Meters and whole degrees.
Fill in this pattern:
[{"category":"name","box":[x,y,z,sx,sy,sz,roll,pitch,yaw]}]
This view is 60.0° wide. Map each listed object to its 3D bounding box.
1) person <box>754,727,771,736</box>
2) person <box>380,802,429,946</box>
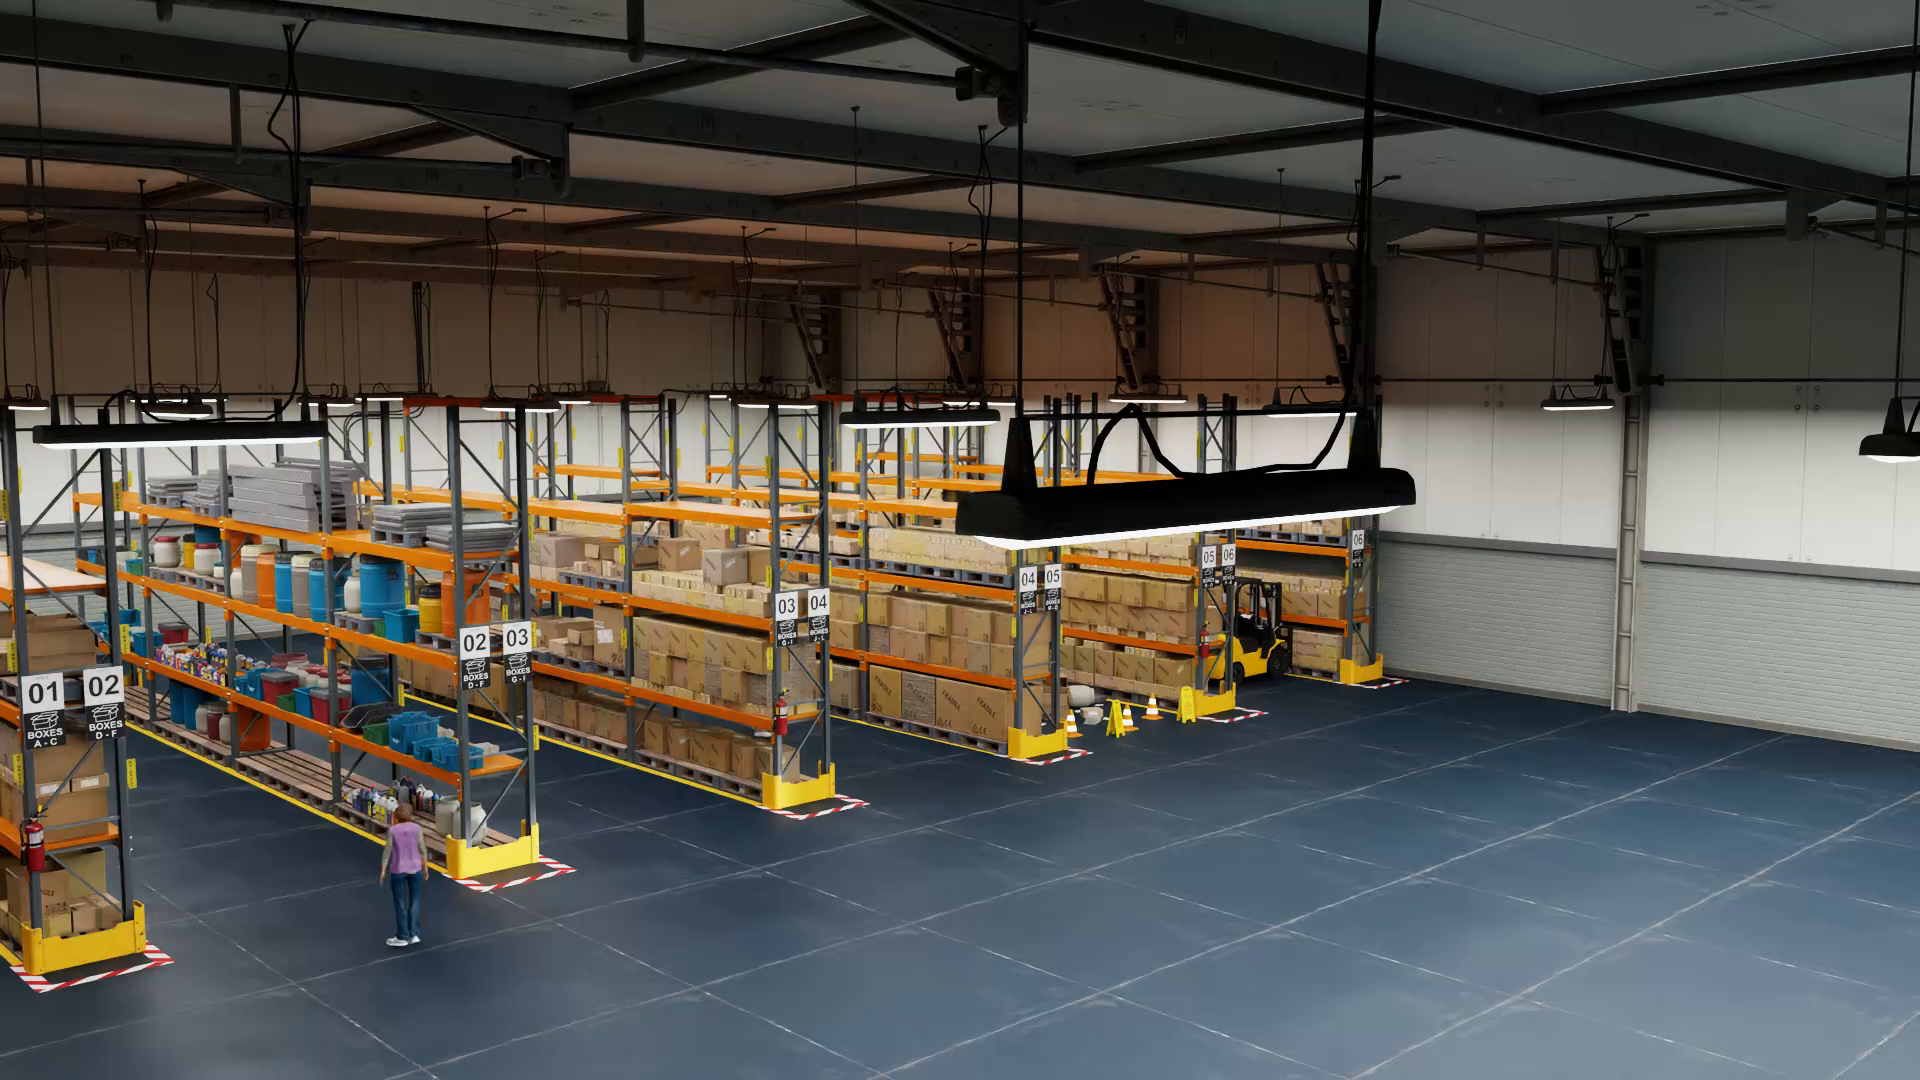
[{"category":"person","box":[-3.529,2.658,29.605,0.428,1.708,0.595,-3,6,-29]},{"category":"person","box":[-6.215,3.744,18.608,0.520,1.629,0.357,-3,6,-25]}]
